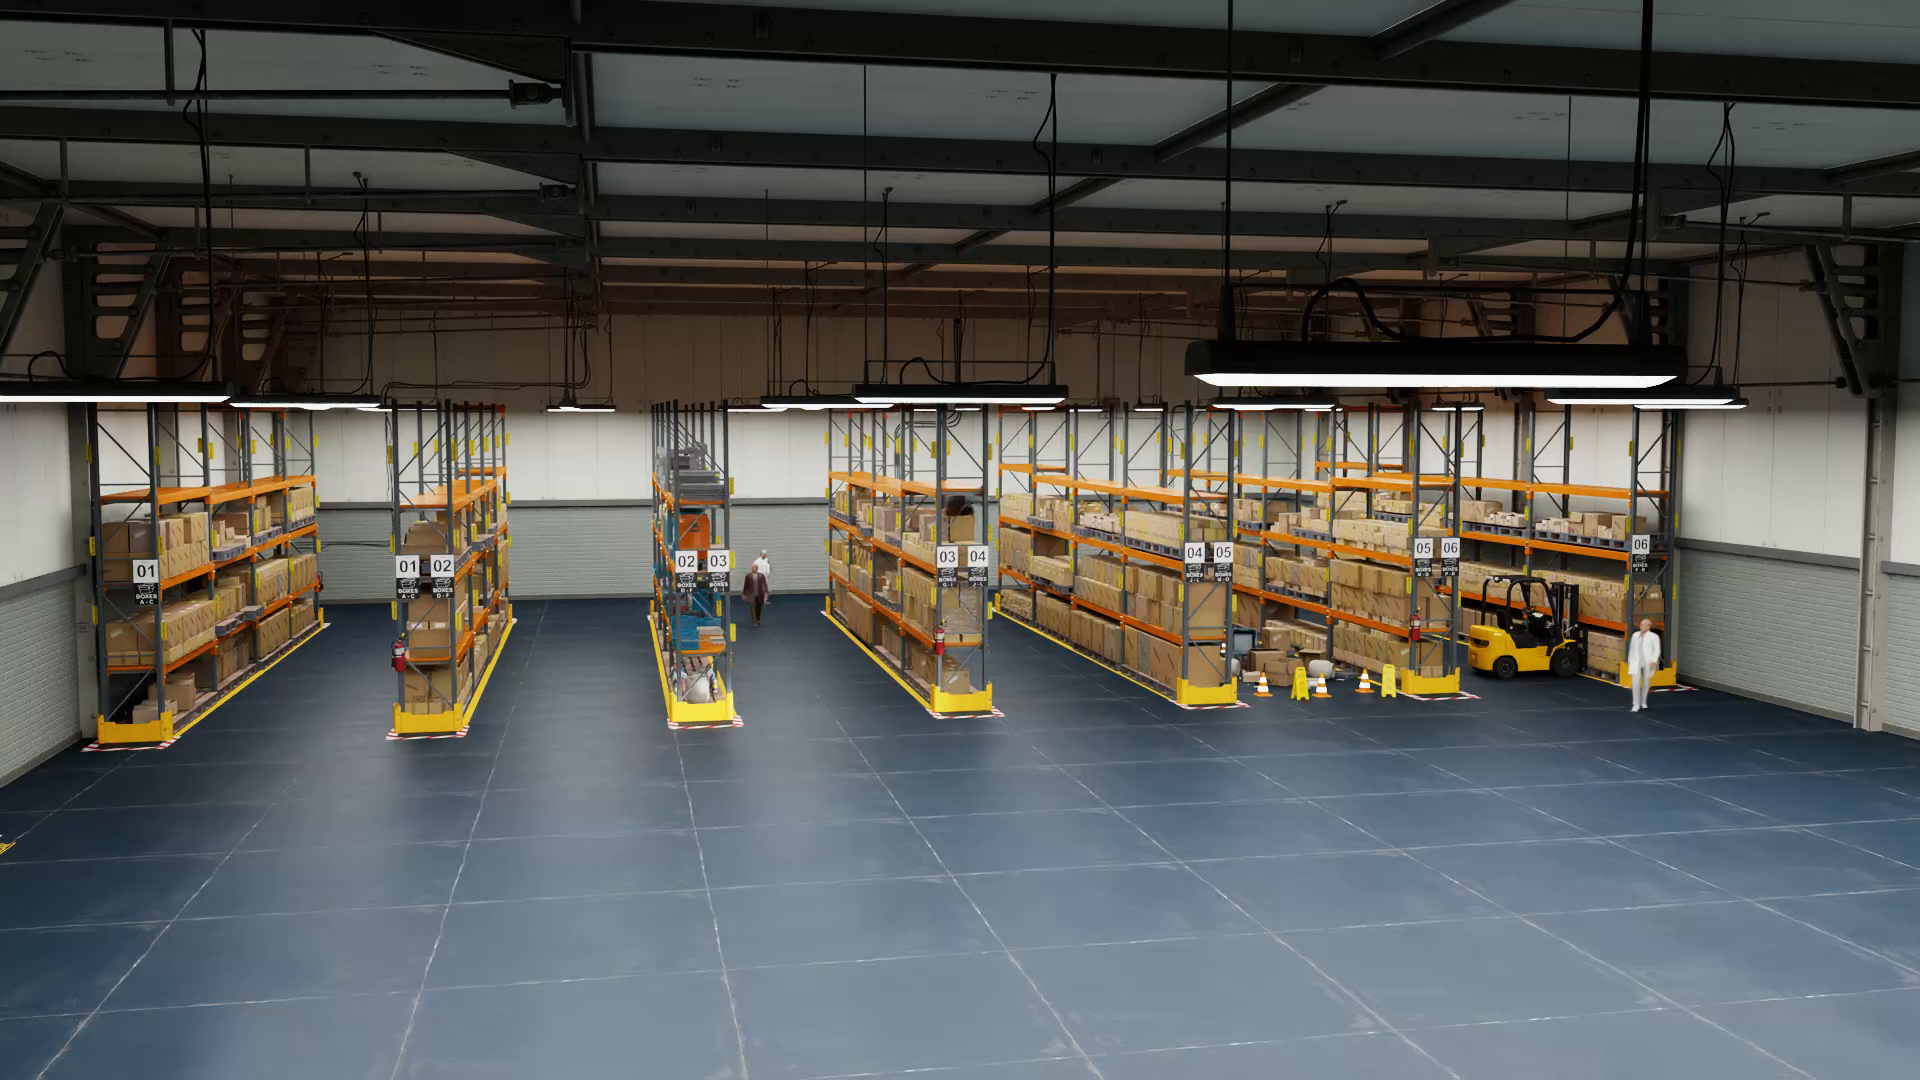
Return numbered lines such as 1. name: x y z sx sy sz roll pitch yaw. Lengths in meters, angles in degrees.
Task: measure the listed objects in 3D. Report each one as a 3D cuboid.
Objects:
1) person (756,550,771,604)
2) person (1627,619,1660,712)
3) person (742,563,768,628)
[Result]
1. person: -5.983 1.115 50.146 0.576 1.646 0.509 2 5 23
2. person: 13.230 2.412 32.182 0.560 1.764 0.741 1 5 18
3. person: -5.518 1.482 44.795 0.671 1.728 1.162 -1 4 -15
